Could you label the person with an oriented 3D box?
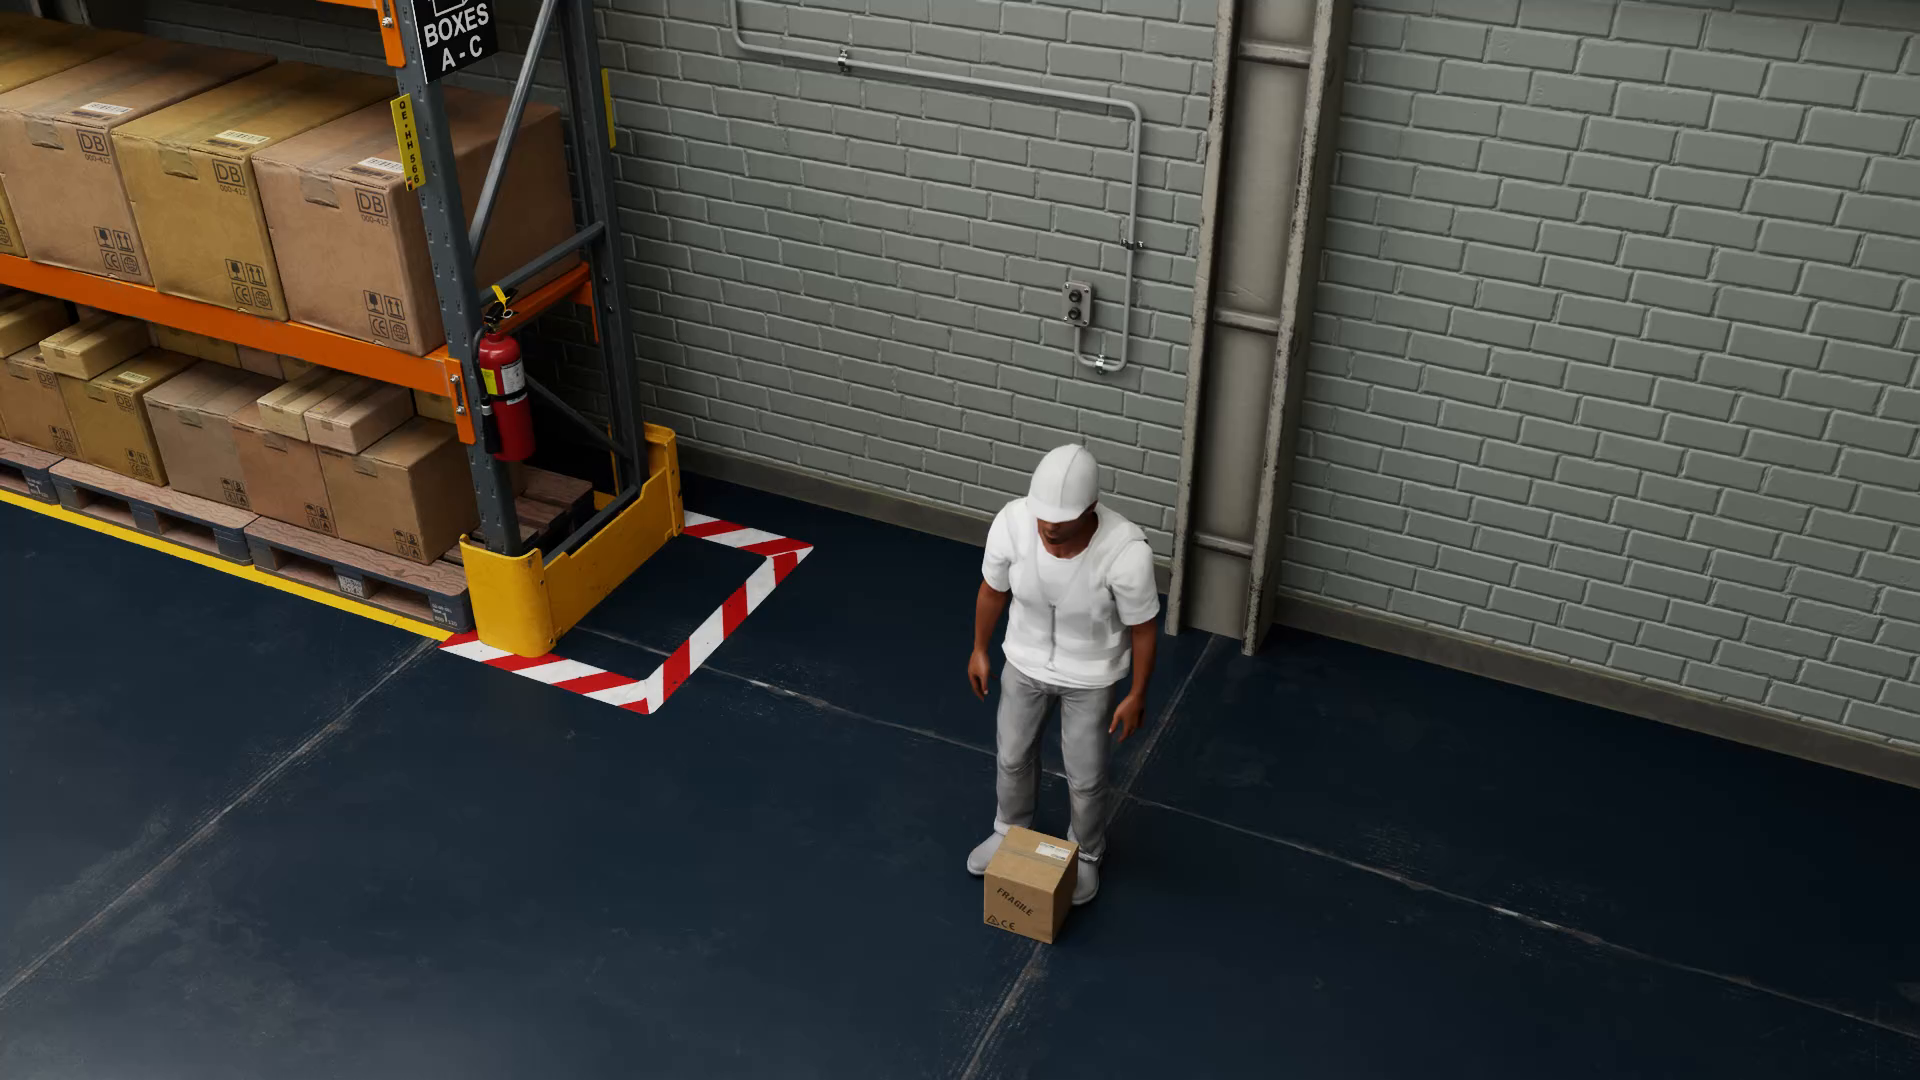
[{"bbox_3d":[0.326,0.139,5.275,0.627,1.057,0.456,15,36,21],"label":"person"}]
